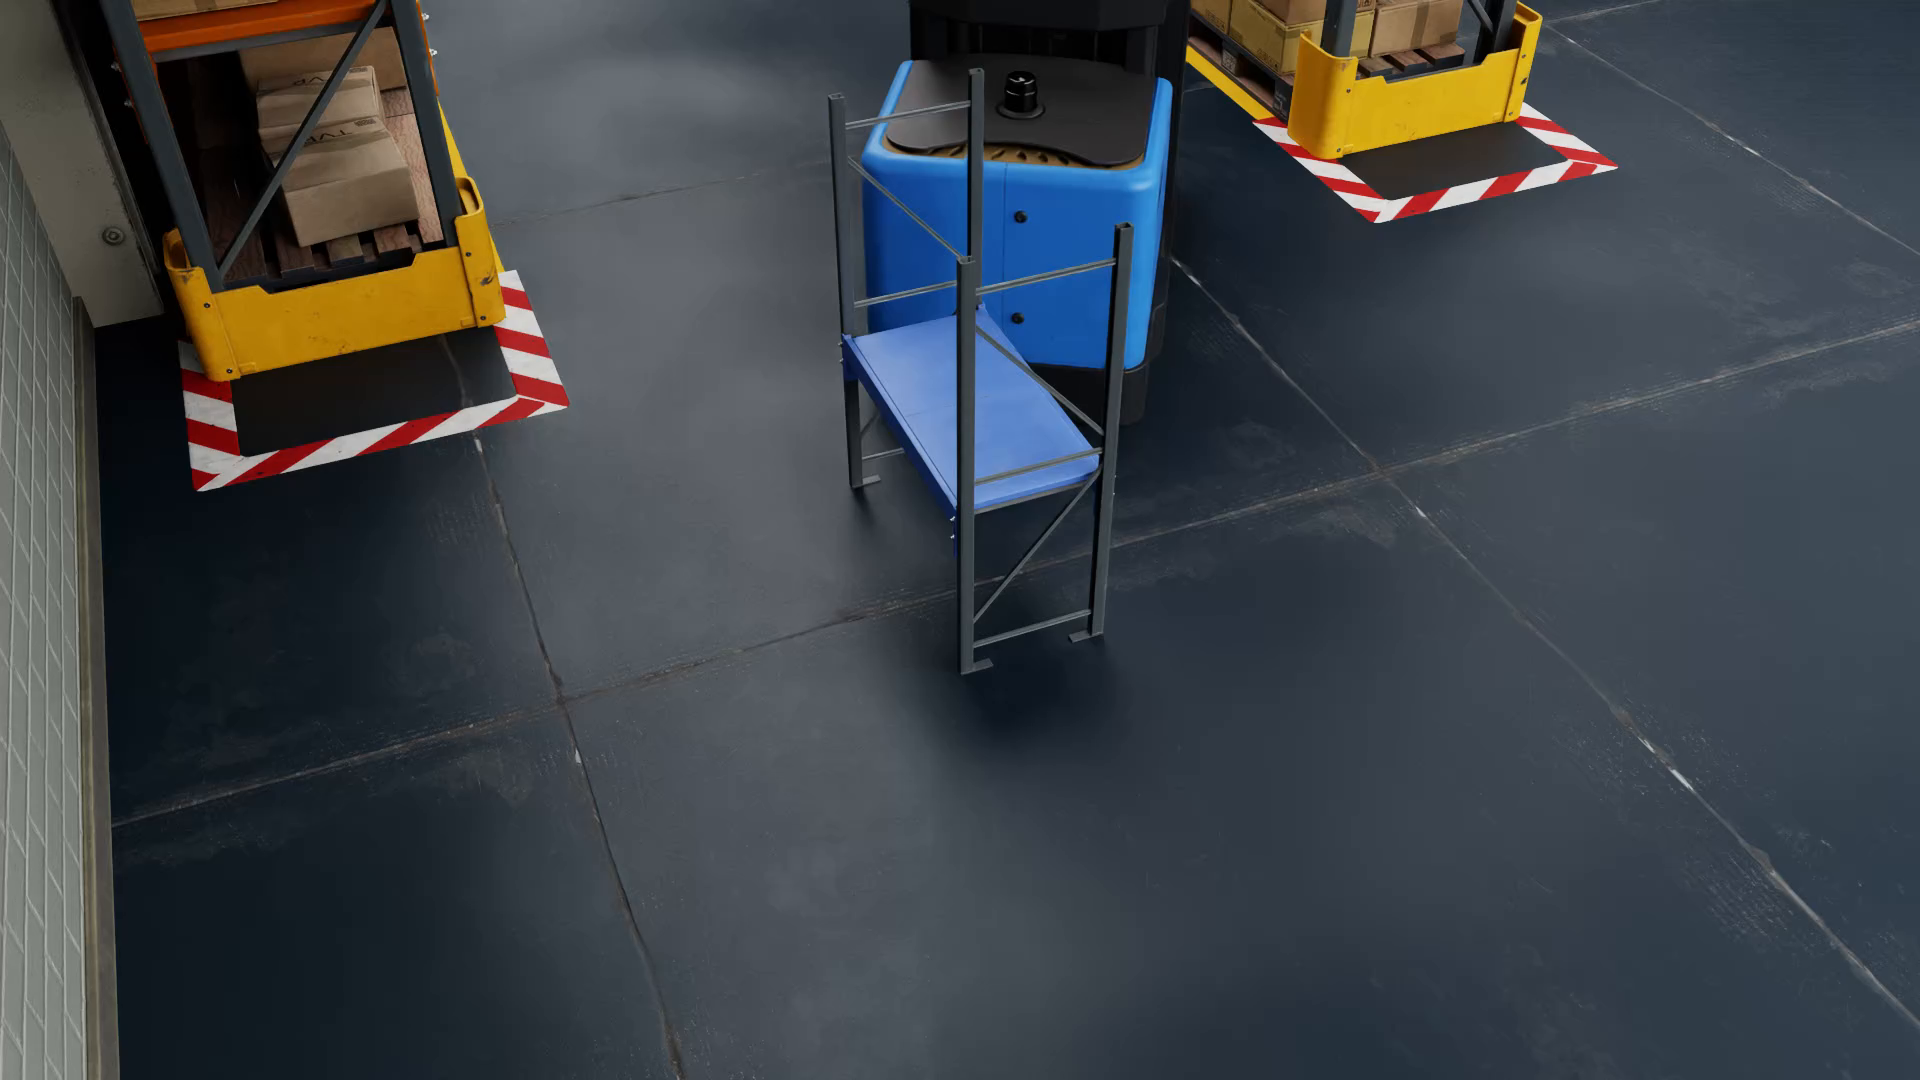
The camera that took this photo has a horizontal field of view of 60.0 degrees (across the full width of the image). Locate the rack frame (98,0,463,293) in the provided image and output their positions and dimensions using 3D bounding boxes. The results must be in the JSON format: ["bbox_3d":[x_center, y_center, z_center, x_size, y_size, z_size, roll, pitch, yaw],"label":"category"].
[{"bbox_3d":[-2.419,-1.943,5.708,1.000,3.000,0.127,-15,43,-17],"label":"rack frame"}]

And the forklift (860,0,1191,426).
[{"bbox_3d":[0.386,-2.494,6.402,1.130,2.935,3.031,6,41,7],"label":"forklift"}]

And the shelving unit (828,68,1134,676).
[{"bbox_3d":[0.033,-0.517,5.201,0.538,1.500,1.048,-15,43,-17],"label":"shelving unit"}]

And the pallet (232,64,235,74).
[{"bbox_3d":[-3.660,-2.899,8.959,1.003,0.211,1.213,-15,43,-17],"label":"pallet"}]

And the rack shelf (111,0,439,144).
[{"bbox_3d":[-3.184,-2.875,7.344,1.077,0.370,4.000,-15,43,-17],"label":"rack shelf"}]

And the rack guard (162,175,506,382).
[{"bbox_3d":[-2.448,-1.041,6.577,1.175,0.500,0.348,-15,43,-17],"label":"rack guard"}]

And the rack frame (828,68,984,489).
[{"bbox_3d":[-0.162,-0.824,5.557,0.500,1.500,0.032,-15,43,-17],"label":"rack frame"}]

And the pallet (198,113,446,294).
[{"bbox_3d":[-2.726,-1.429,7.250,1.003,0.211,1.213,-15,43,-17],"label":"pallet"}]

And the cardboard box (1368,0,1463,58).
[{"bbox_3d":[2.156,-2.676,8.348,0.500,0.250,0.500,-15,43,-17],"label":"cardboard box"}]

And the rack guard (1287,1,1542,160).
[{"bbox_3d":[2.165,-2.218,7.946,1.175,0.500,0.348,-15,43,-17],"label":"rack guard"}]

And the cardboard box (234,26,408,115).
[{"bbox_3d":[-3.053,-2.399,7.819,0.700,0.500,0.500,-18,44,-20],"label":"cardboard box"}]

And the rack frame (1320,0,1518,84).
[{"bbox_3d":[2.156,-3.181,7.148,1.000,3.000,0.127,-15,43,-17],"label":"rack frame"}]

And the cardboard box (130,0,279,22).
[{"bbox_3d":[-2.777,-2.127,6.022,0.500,0.250,0.500,-15,43,-16],"label":"cardboard box"}]

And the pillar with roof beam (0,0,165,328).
[{"bbox_3d":[0.491,-5.497,5.241,9.100,9.000,0.400,-15,43,-17],"label":"pillar with roof beam"}]

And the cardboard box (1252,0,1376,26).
[{"bbox_3d":[1.676,-2.830,7.953,0.500,0.500,0.500,-15,43,-17],"label":"cardboard box"}]

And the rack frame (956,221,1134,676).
[{"bbox_3d":[0.227,-0.211,4.845,0.500,1.500,0.032,-15,43,-17],"label":"rack frame"}]

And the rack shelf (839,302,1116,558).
[{"bbox_3d":[0.033,-0.381,5.319,0.538,0.185,1.000,-15,43,-17],"label":"rack shelf"}]

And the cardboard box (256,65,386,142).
[{"bbox_3d":[-2.819,-1.873,7.352,0.500,0.311,0.500,-12,42,-13],"label":"cardboard box"}]

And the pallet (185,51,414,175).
[{"bbox_3d":[-3.189,-2.163,8.104,1.003,0.211,1.213,-15,43,-17],"label":"pallet"}]

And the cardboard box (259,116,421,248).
[{"bbox_3d":[-2.601,-1.529,6.952,0.500,0.311,0.500,-20,45,-22],"label":"cardboard box"}]

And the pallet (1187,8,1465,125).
[{"bbox_3d":[1.825,-2.574,8.581,1.003,0.211,1.213,-15,43,-17],"label":"pallet"}]

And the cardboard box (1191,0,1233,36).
[{"bbox_3d":[1.476,-2.845,8.544,0.500,0.250,0.500,-15,43,-17],"label":"cardboard box"}]

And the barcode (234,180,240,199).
[{"bbox_3d":[-2.977,-1.444,6.846,0.001,0.075,0.075,-15,43,-17],"label":"barcode"}]

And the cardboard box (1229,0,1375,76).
[{"bbox_3d":[1.678,-2.547,8.198,0.500,0.250,0.500,-15,43,-17],"label":"cardboard box"}]
